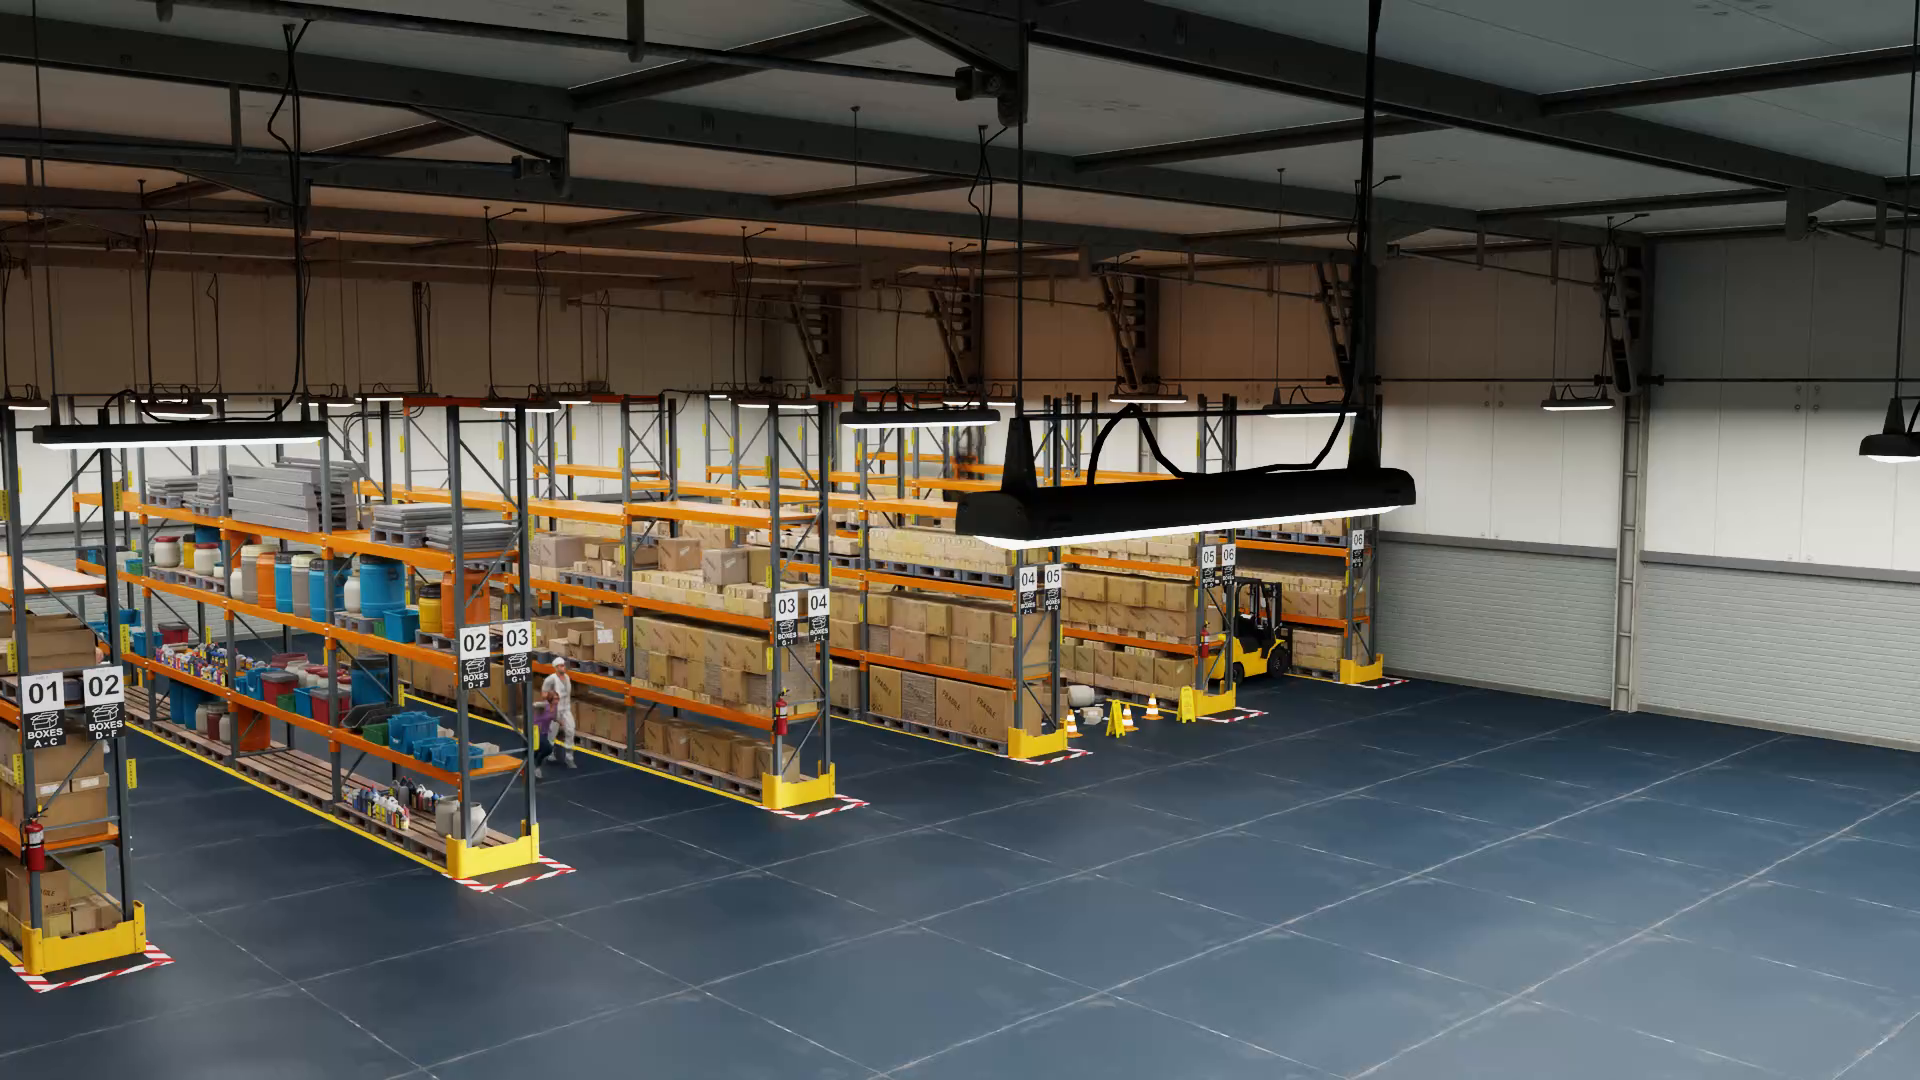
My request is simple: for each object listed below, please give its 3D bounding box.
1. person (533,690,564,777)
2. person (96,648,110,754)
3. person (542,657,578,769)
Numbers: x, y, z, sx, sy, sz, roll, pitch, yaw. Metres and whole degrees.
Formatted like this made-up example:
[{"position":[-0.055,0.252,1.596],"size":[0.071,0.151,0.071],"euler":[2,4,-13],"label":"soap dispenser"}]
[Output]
[{"position":[-6.628,3.067,26.246],"size":[0.867,1.435,0.568],"euler":[3,6,28],"label":"person"},{"position":[-14.734,2.723,28.443],"size":[0.711,1.765,0.880],"euler":[-5,7,-40],"label":"person"},{"position":[-6.579,2.828,27.150],"size":[0.792,1.851,0.616],"euler":[5,7,42],"label":"person"}]
